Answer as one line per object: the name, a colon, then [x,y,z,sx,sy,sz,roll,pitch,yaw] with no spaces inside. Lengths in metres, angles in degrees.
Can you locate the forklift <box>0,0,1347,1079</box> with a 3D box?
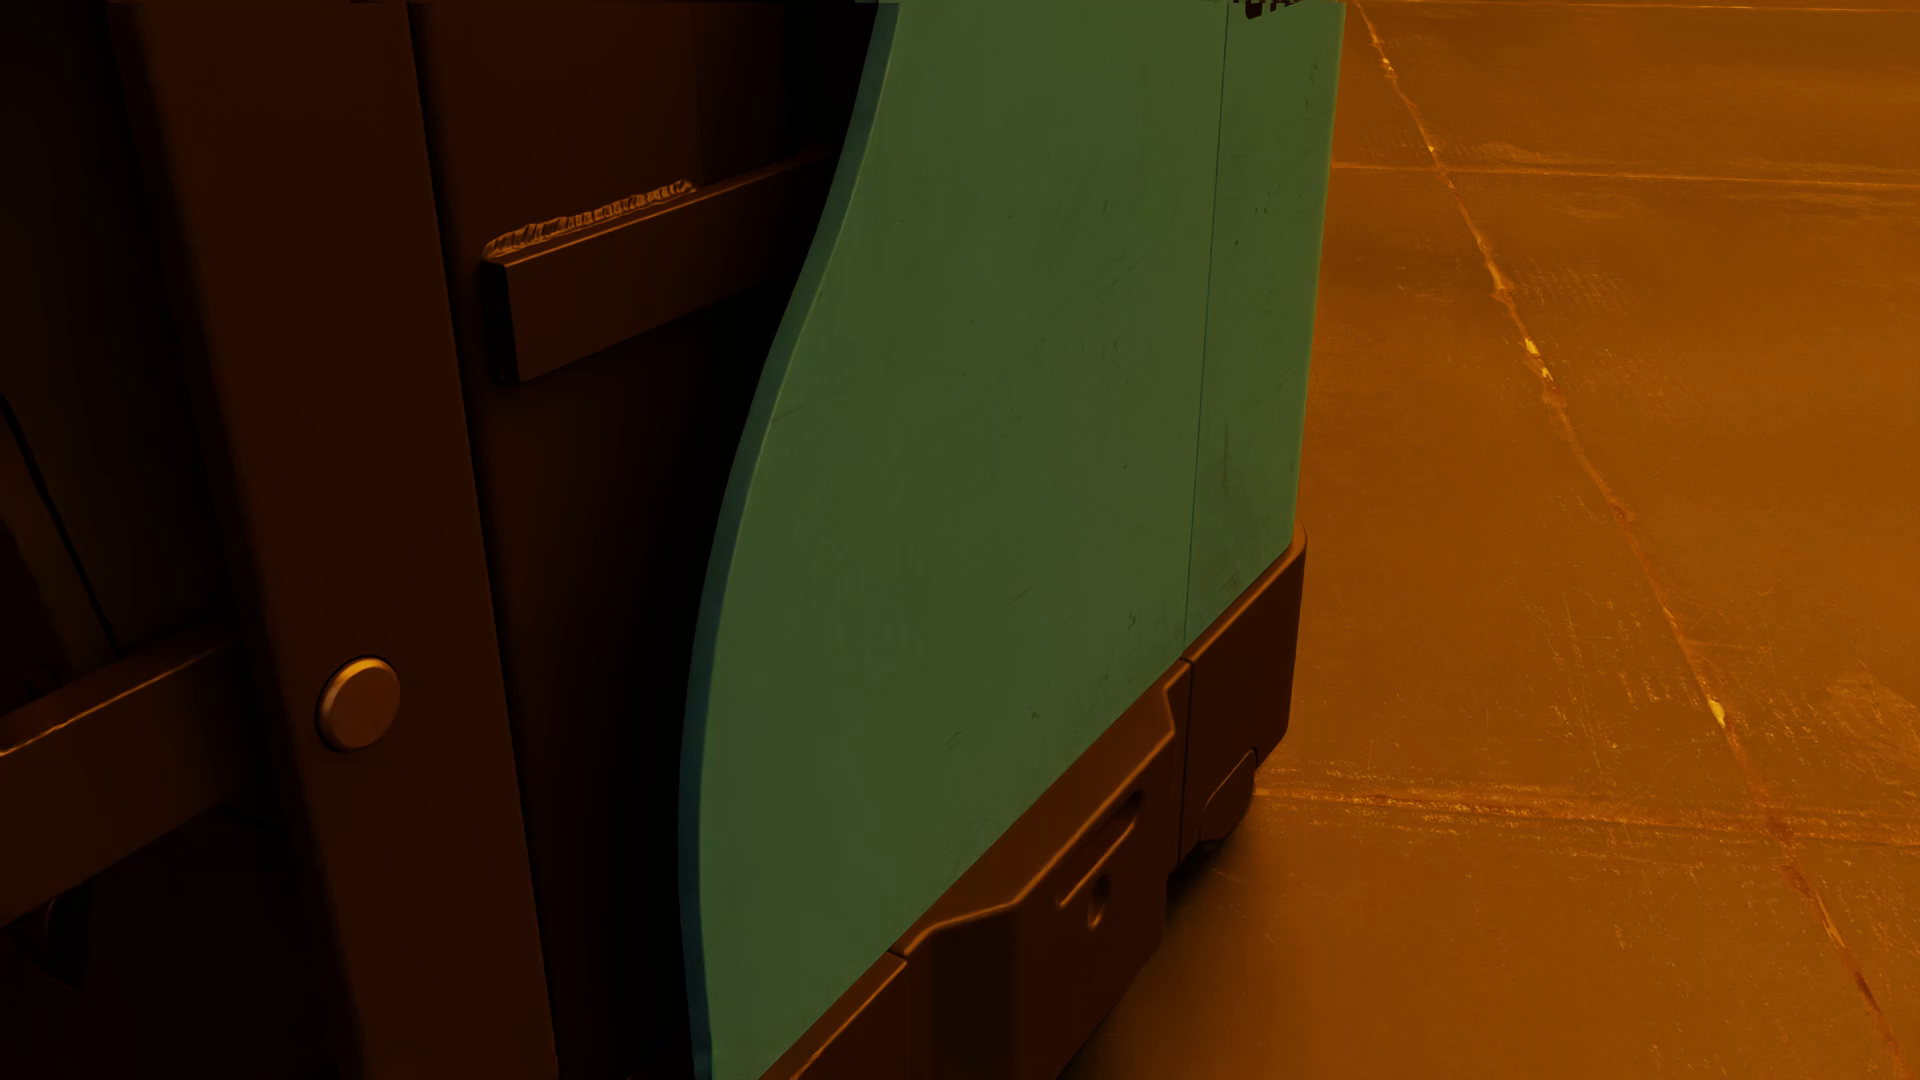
forklift: [-0.829,-0.612,0.443,1.130,2.935,3.031,16,30,28]
